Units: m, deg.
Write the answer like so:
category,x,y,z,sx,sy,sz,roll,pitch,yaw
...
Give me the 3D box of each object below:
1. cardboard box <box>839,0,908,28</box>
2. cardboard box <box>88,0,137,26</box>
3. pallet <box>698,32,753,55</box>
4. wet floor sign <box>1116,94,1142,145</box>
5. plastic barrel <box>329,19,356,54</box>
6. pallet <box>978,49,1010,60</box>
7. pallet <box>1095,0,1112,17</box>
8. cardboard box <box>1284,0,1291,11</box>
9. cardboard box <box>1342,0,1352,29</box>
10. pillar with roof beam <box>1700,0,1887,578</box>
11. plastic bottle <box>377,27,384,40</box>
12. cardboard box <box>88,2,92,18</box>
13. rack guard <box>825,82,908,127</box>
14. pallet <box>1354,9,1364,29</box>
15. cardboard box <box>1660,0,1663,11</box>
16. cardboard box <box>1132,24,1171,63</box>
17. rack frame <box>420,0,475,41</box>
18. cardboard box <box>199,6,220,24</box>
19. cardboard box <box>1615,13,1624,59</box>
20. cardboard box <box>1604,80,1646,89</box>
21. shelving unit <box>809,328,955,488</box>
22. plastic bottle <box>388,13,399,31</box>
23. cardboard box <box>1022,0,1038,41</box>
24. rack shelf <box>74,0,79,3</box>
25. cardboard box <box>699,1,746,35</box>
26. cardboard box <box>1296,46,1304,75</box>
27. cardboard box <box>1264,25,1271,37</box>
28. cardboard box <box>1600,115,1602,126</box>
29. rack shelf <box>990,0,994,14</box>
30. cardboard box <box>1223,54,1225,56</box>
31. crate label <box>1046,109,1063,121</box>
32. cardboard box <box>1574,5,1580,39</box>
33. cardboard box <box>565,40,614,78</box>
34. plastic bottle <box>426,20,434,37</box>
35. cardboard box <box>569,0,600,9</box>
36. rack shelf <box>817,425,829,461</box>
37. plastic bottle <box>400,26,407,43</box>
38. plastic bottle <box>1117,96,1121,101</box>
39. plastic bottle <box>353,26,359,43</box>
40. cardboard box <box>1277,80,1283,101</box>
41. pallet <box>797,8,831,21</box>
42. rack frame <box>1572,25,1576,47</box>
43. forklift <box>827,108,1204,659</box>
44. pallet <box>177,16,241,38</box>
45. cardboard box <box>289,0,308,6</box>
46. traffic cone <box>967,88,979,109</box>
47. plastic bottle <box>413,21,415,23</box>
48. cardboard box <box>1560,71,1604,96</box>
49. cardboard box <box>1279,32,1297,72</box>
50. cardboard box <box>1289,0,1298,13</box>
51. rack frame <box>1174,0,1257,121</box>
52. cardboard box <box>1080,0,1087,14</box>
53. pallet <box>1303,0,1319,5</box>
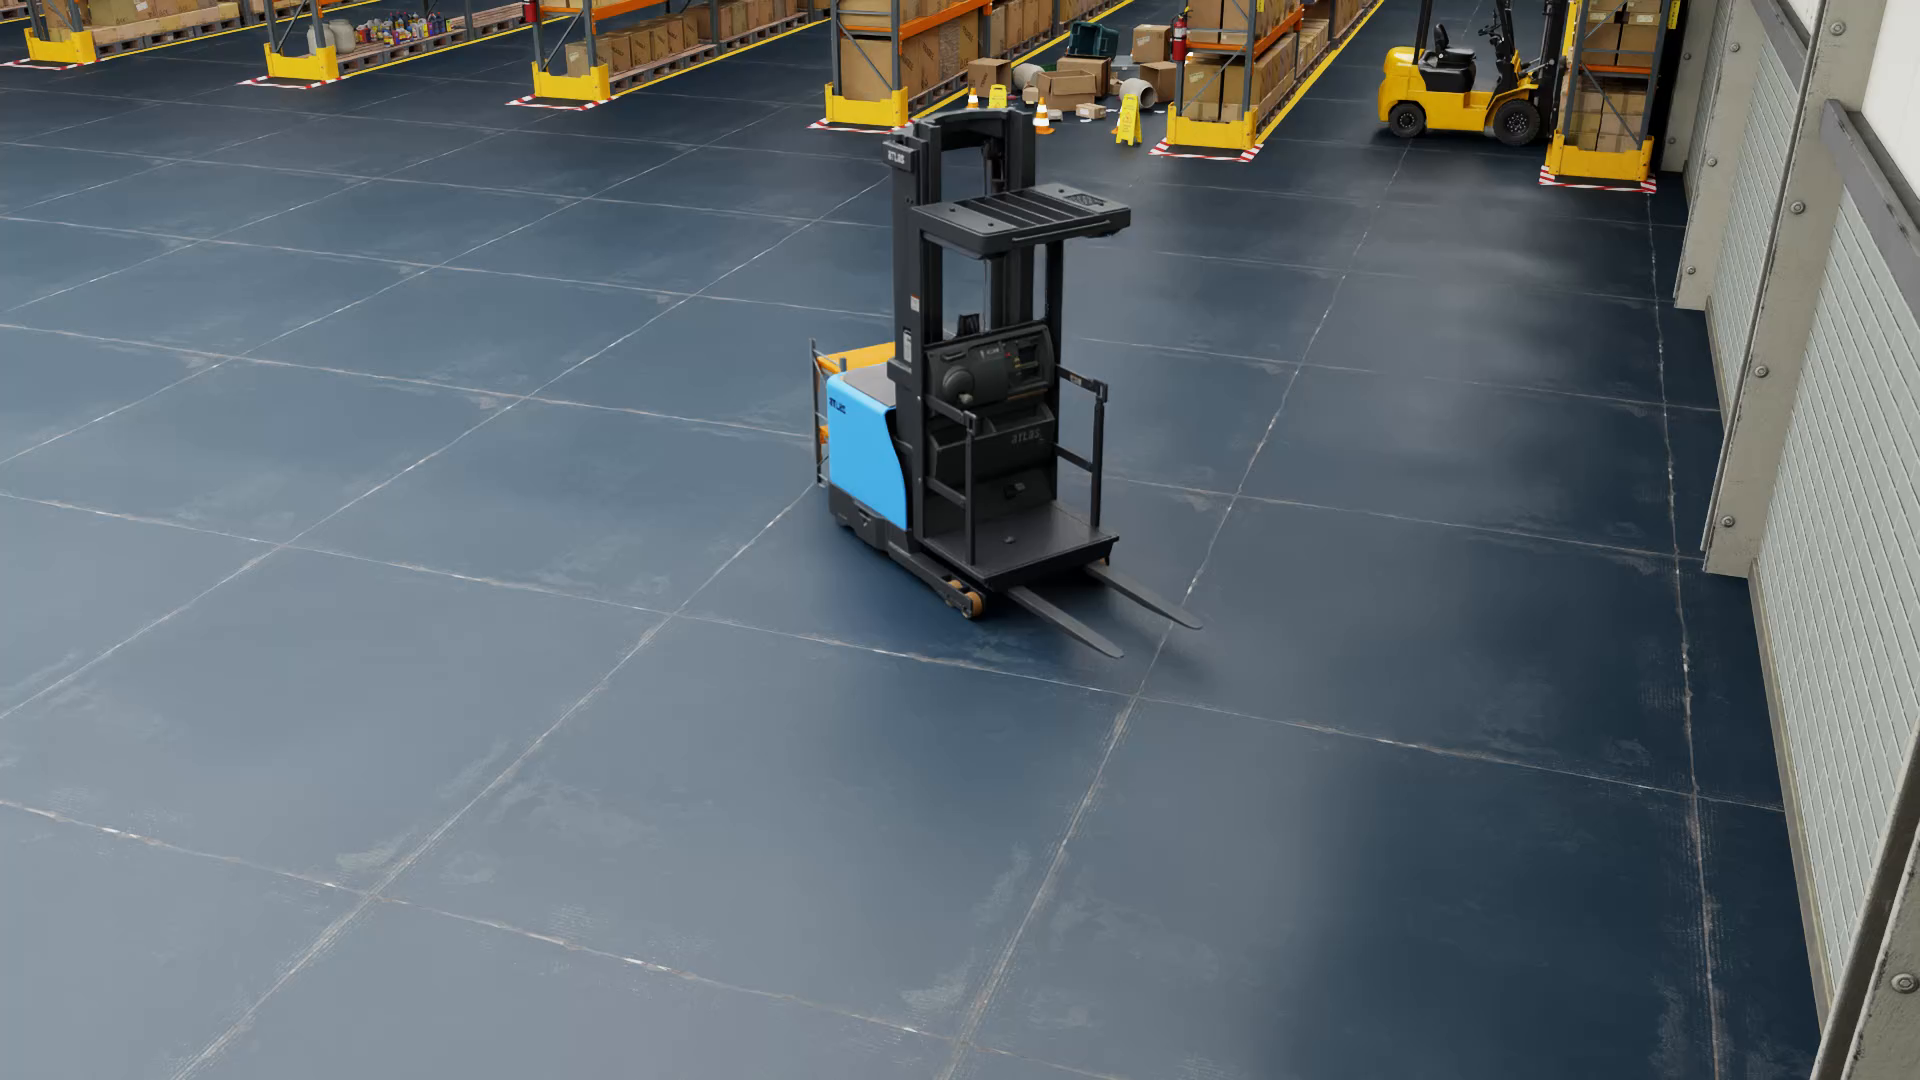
category,x,y,z,sx,sy,sz,roll,pitch,yaw
cardboard box,-1.247,-7.595,23.546,0.875,0.550,0.550,9,27,17
cardboard box,-14.759,-9.250,28.950,0.500,0.500,0.500,9,27,17
pallet,-4.382,-8.838,29.486,1.003,0.211,1.213,9,27,17
wet floor sign,2.302,-5.710,22.526,0.267,0.644,0.232,20,32,35
plastic barrel,-10.328,-8.404,27.763,0.421,0.512,0.421,0,26,0
pallet,0.189,-8.085,27.930,1.003,0.211,1.213,9,27,17
pallet,2.408,-10.725,33.382,1.003,0.211,1.213,9,27,17
cardboard box,4.459,-7.870,23.830,0.500,0.500,0.500,10,27,19
cardboard box,6.645,-9.850,30.332,0.875,0.875,0.875,9,27,18
pillar with roof beam,1.085,-4.522,10.488,9.100,9.000,0.400,9,27,17
plastic bottle,-10.108,-8.830,28.975,0.097,0.201,0.097,0,26,0
cardboard box,-15.095,-9.533,29.534,0.500,0.500,0.500,9,27,17
rack guard,-1.335,-6.234,23.775,1.175,0.500,0.348,9,27,17
pallet,7.182,-10.041,31.969,1.003,0.211,1.213,9,27,17
cardboard box,8.517,-6.652,20.570,0.380,0.149,0.250,10,27,19
cardboard box,3.017,-7.798,26.136,0.500,0.500,0.500,9,27,17
rack frame,-9.311,-10.491,29.700,1.000,3.000,0.127,9,27,17
cardboard box,-14.104,-9.736,30.814,0.500,0.250,0.500,9,27,17
cardboard box,8.635,-6.400,21.134,0.500,0.500,0.500,10,27,19
cardboard box,8.558,-5.751,21.436,0.500,0.250,0.500,9,27,18
shelving unit,-0.500,-0.959,12.163,1.048,1.125,0.538,-15,30,-29
plastic bottle,-10.033,-9.148,29.460,0.144,0.351,0.185,8,27,15
cardboard box,0.760,-9.236,29.206,1.050,0.750,0.750,9,27,18
rack shelf,-14.646,-10.066,29.646,1.077,0.370,4.000,9,27,17
cardboard box,-4.239,-9.289,29.579,0.700,0.500,0.500,9,27,17
cardboard box,4.877,-7.558,26.175,0.950,0.372,0.625,9,27,18
cardboard box,4.046,-6.989,22.756,0.380,0.149,0.250,9,27,18
cardboard box,8.565,-5.521,21.535,0.500,0.250,0.500,8,27,17
rack shelf,0.669,-9.510,28.500,1.077,0.370,4.000,9,27,17
cardboard box,3.540,-6.904,23.359,0.380,0.149,0.250,9,27,18
crate label,1.344,-6.121,23.958,0.250,0.136,0.298,-5,26,-9
cardboard box,8.481,-6.890,22.147,0.500,0.500,0.500,9,27,18
cardboard box,-5.747,-7.447,25.800,0.500,0.500,0.500,14,29,27
plastic bottle,-9.332,-9.009,29.250,0.061,0.283,0.133,11,28,21
cardboard box,-5.651,-8.099,25.047,0.380,0.149,0.250,9,27,17
rack shelf,-0.500,-0.738,12.269,1.000,0.278,0.538,-15,30,-29
plastic bottle,-9.597,-8.699,28.625,0.097,0.271,0.097,0,26,0
plastic bottle,2.507,-6.755,25.355,0.133,0.061,0.283,14,29,26
plastic bottle,-10.422,-8.692,28.596,0.061,0.283,0.133,9,27,19
cardboard box,4.421,-6.577,24.289,0.500,0.250,0.500,9,27,18
pallet,-2.975,-10.475,32.866,1.003,0.211,1.213,9,27,17
rack frame,10.718,-9.262,27.160,1.000,3.000,0.127,9,27,17
forklift,0.322,-1.065,10.310,1.130,2.935,3.031,-17,30,-31
pallet,-14.285,-9.636,31.132,1.003,0.211,1.213,9,27,17
cardboard box,-13.271,-10.716,32.837,0.500,0.250,0.500,8,27,16
traffic cone,0.188,-6.239,23.829,0.336,0.463,0.334,9,27,17
plastic bottle,-9.530,-8.953,29.135,0.061,0.283,0.133,9,27,17
cardboard box,8.238,-6.029,22.010,0.500,0.250,0.500,9,27,18
cardboard box,4.761,-7.343,25.010,0.500,0.500,0.500,8,27,17
cardboard box,4.809,-7.943,24.725,0.380,0.149,0.250,9,27,19
rack frame,3.374,-6.692,21.853,1.000,3.000,0.127,9,27,17
cardboard box,2.141,-10.392,31.882,0.500,0.500,0.500,8,27,16
pallet,5.097,-8.543,25.895,1.003,0.211,1.213,9,27,17
